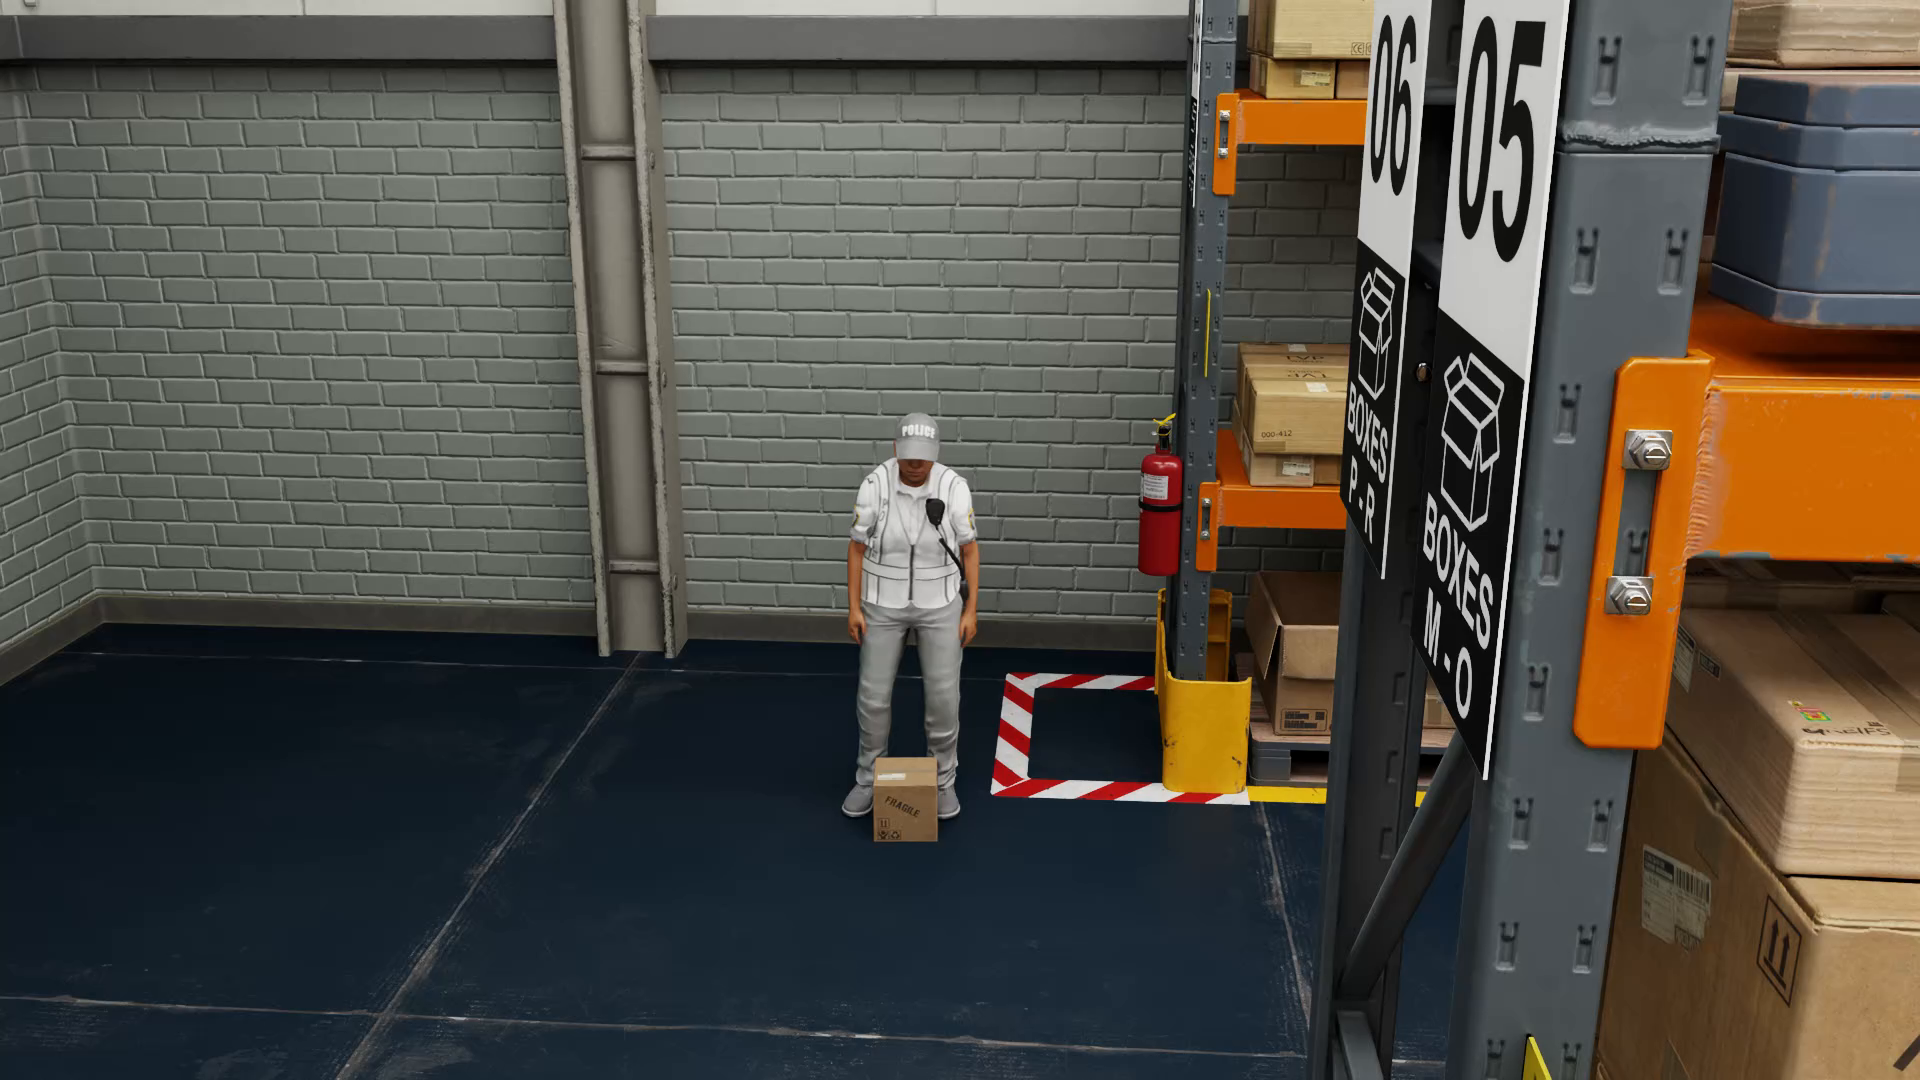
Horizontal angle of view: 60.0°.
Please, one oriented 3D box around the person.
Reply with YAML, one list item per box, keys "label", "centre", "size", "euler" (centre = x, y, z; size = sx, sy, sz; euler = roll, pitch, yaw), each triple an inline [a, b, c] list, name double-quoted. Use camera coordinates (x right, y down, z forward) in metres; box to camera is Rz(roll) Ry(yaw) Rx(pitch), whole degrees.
- label: "person"
  centre: [-0.202, 0.292, 6.622]
  size: [0.558, 1.665, 0.468]
  euler: [0, 18, 1]
